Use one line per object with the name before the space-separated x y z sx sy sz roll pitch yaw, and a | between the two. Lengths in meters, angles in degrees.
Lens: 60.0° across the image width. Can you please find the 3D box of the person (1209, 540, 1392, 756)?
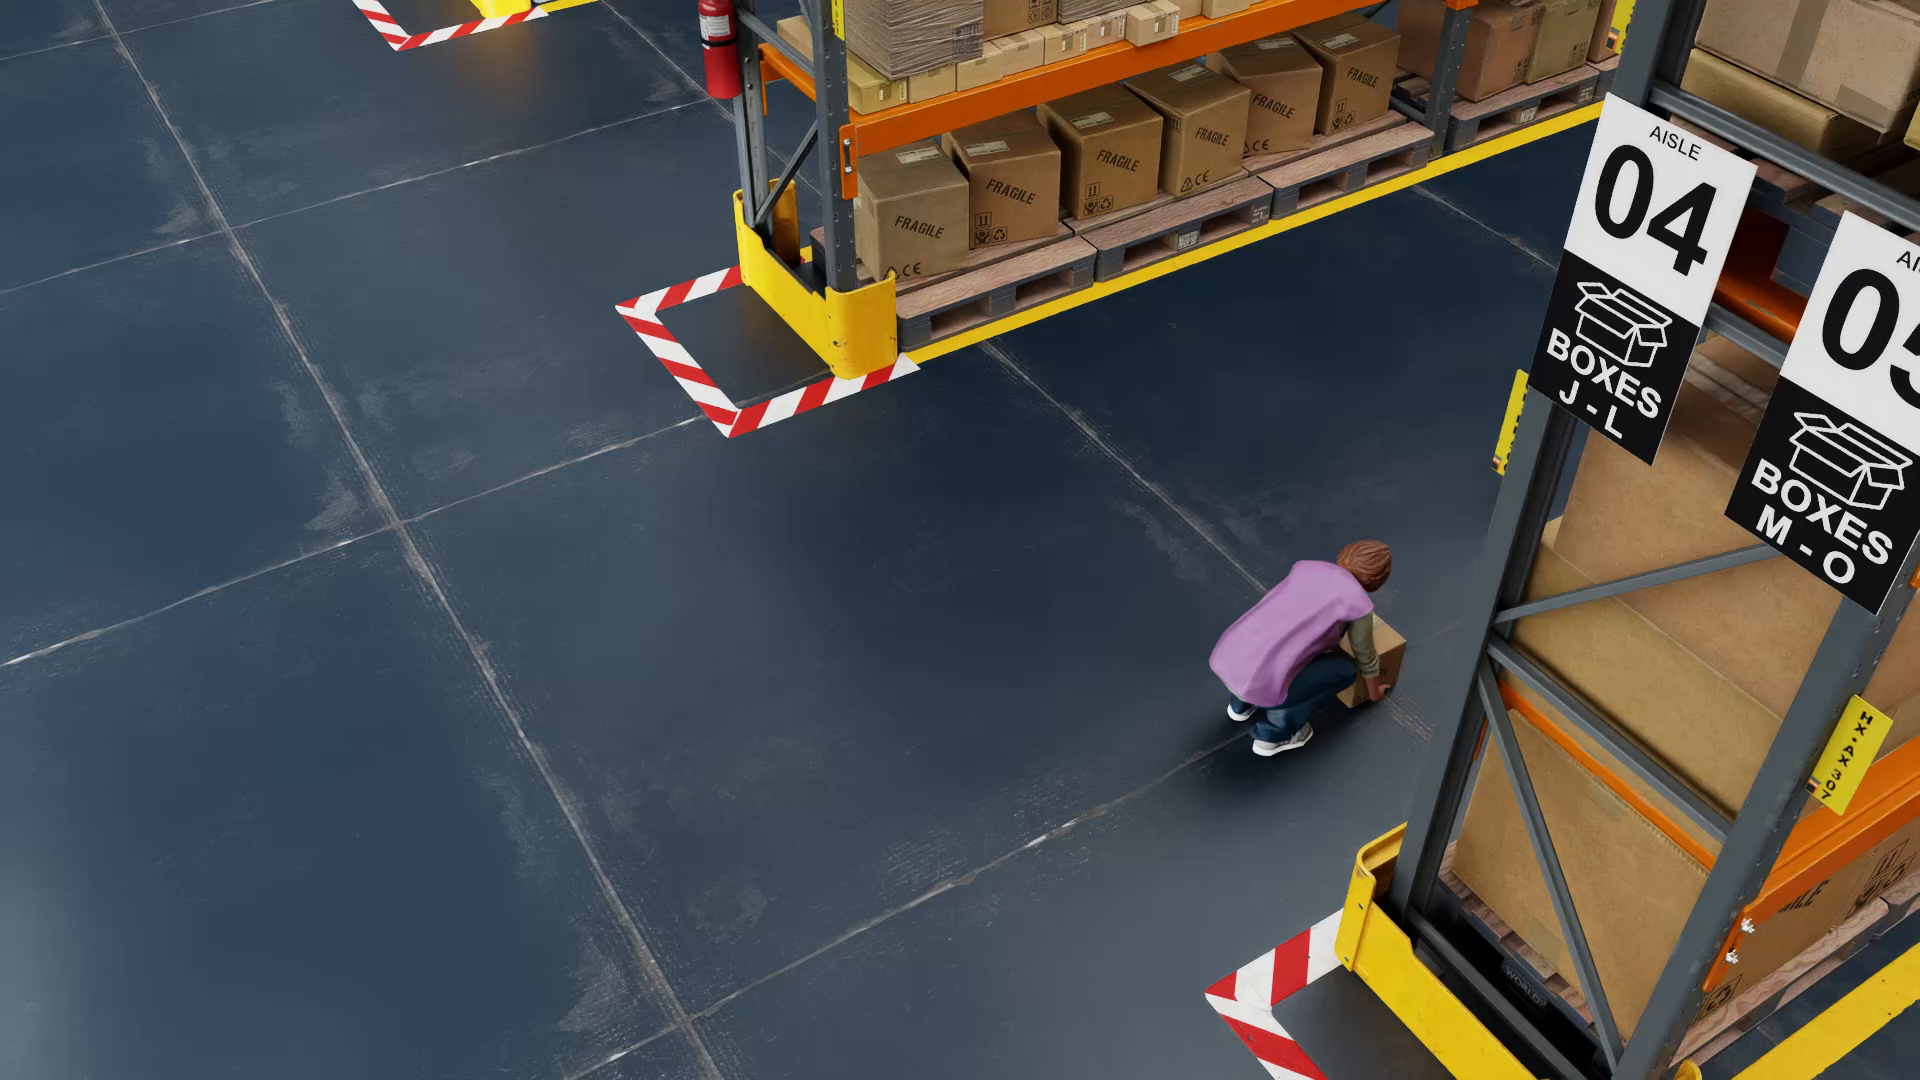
person | 1.317 0.435 6.397 0.847 0.735 0.423 -24 47 -24
